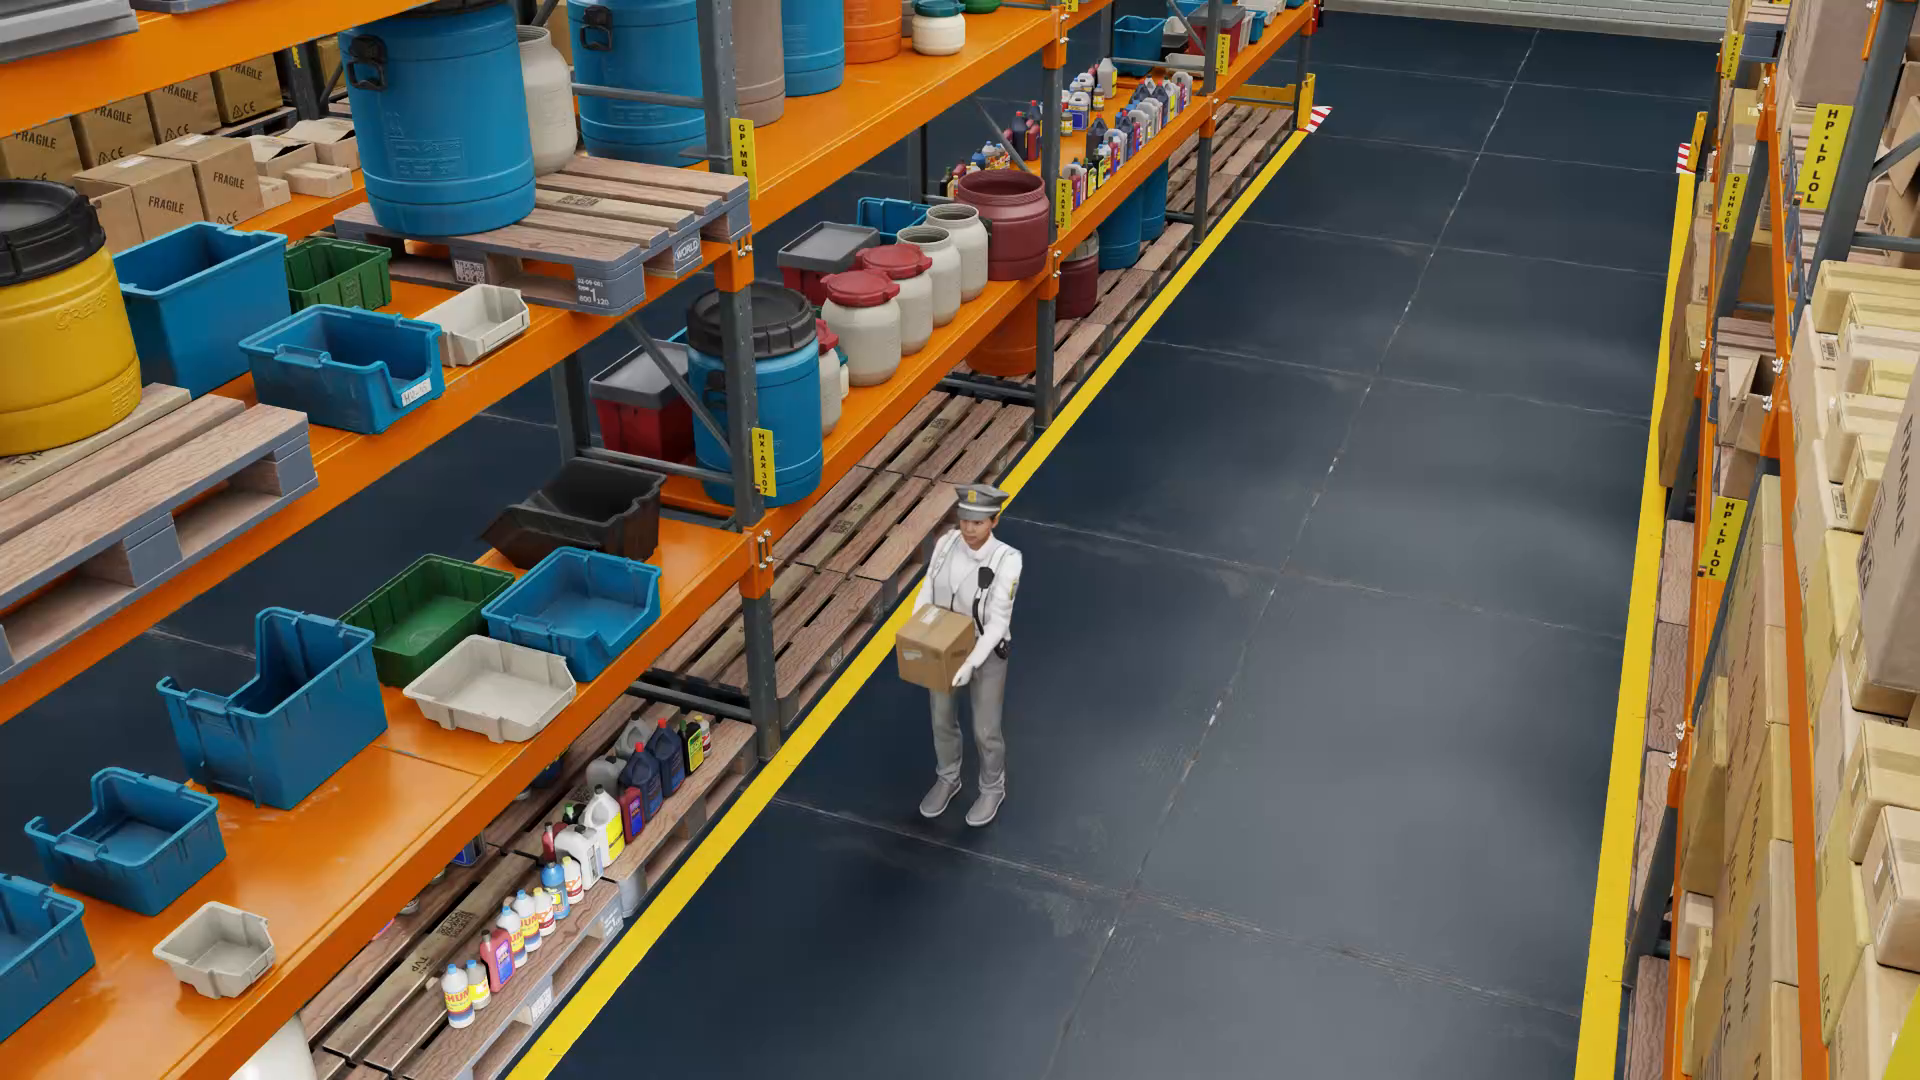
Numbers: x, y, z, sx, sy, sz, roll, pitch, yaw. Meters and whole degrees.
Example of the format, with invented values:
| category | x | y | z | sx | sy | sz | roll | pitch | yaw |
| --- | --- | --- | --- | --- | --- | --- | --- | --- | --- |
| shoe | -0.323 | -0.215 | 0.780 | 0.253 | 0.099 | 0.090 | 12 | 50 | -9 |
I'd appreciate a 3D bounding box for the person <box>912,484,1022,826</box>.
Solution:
| category | x | y | z | sx | sy | sz | roll | pitch | yaw |
| --- | --- | --- | --- | --- | --- | --- | --- | --- | --- |
| person | 0.001 | 0.531 | 7.443 | 0.459 | 1.687 | 0.554 | 17 | 34 | 27 |
